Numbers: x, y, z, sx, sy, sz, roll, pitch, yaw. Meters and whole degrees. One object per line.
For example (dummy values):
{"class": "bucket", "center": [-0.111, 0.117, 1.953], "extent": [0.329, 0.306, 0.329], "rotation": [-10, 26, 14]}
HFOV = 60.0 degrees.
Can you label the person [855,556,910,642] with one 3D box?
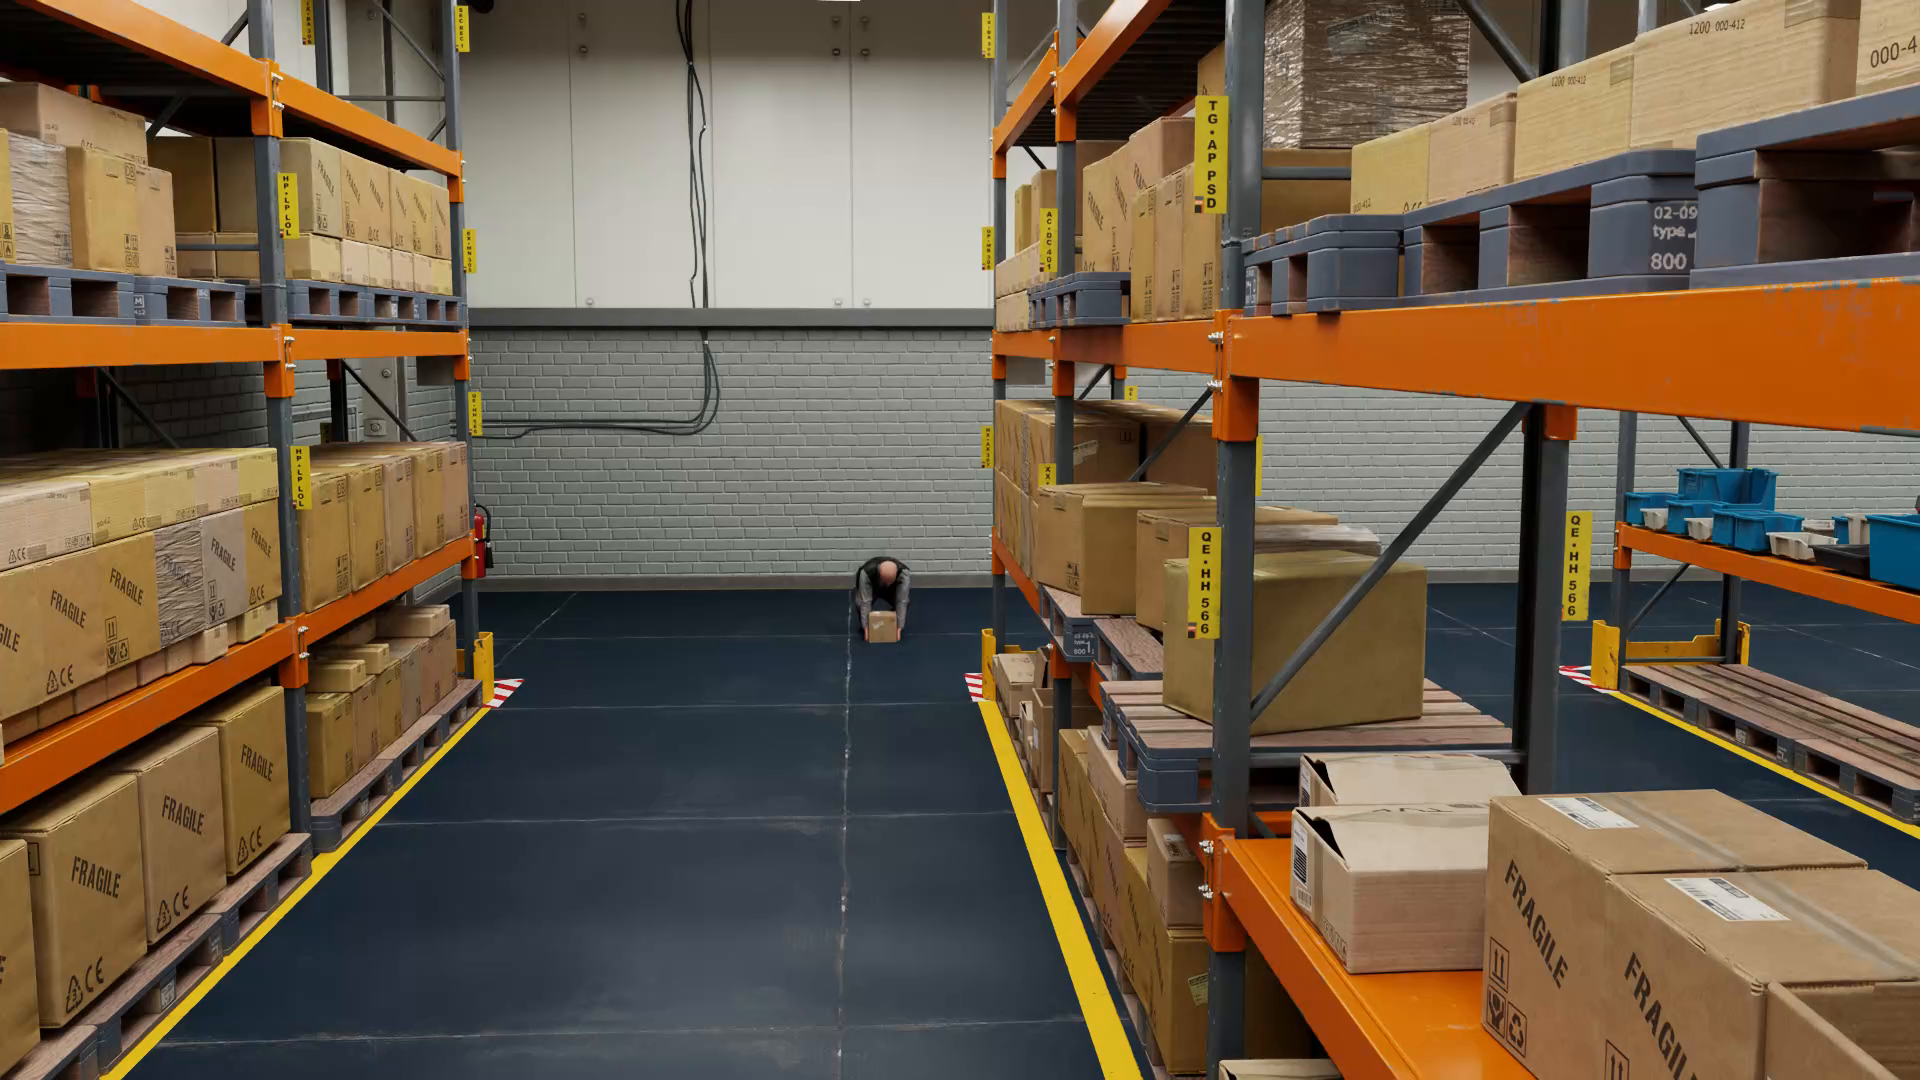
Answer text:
{"class": "person", "center": [-0.729, 0.555, 15.620], "extent": [0.520, 0.826, 0.916], "rotation": [-1, 7, -5]}
